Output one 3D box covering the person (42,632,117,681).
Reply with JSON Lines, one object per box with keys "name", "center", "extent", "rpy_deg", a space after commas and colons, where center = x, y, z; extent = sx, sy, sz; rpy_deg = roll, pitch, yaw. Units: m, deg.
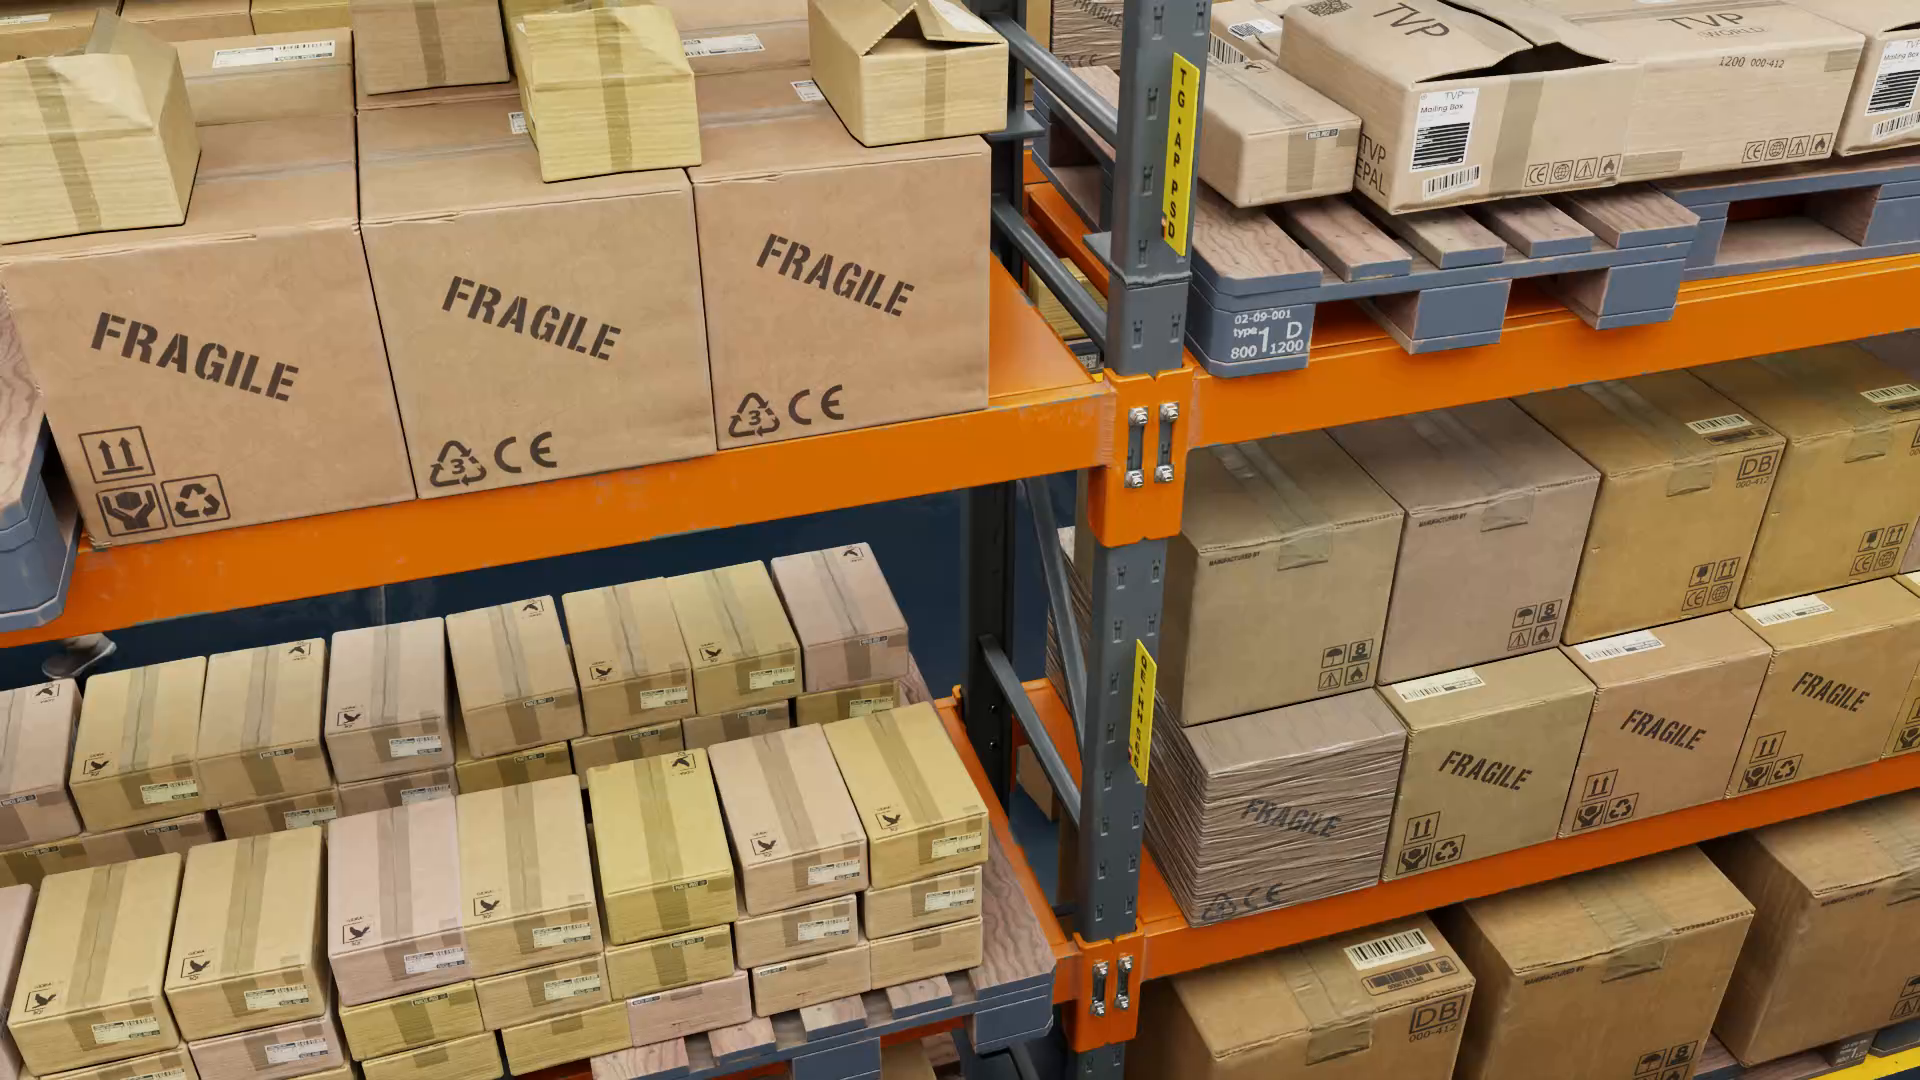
{"name": "person", "center": [-3.915, -0.075, 6.269], "extent": [1.012, 1.677, 0.541], "rpy_deg": [2, 34, 3]}
